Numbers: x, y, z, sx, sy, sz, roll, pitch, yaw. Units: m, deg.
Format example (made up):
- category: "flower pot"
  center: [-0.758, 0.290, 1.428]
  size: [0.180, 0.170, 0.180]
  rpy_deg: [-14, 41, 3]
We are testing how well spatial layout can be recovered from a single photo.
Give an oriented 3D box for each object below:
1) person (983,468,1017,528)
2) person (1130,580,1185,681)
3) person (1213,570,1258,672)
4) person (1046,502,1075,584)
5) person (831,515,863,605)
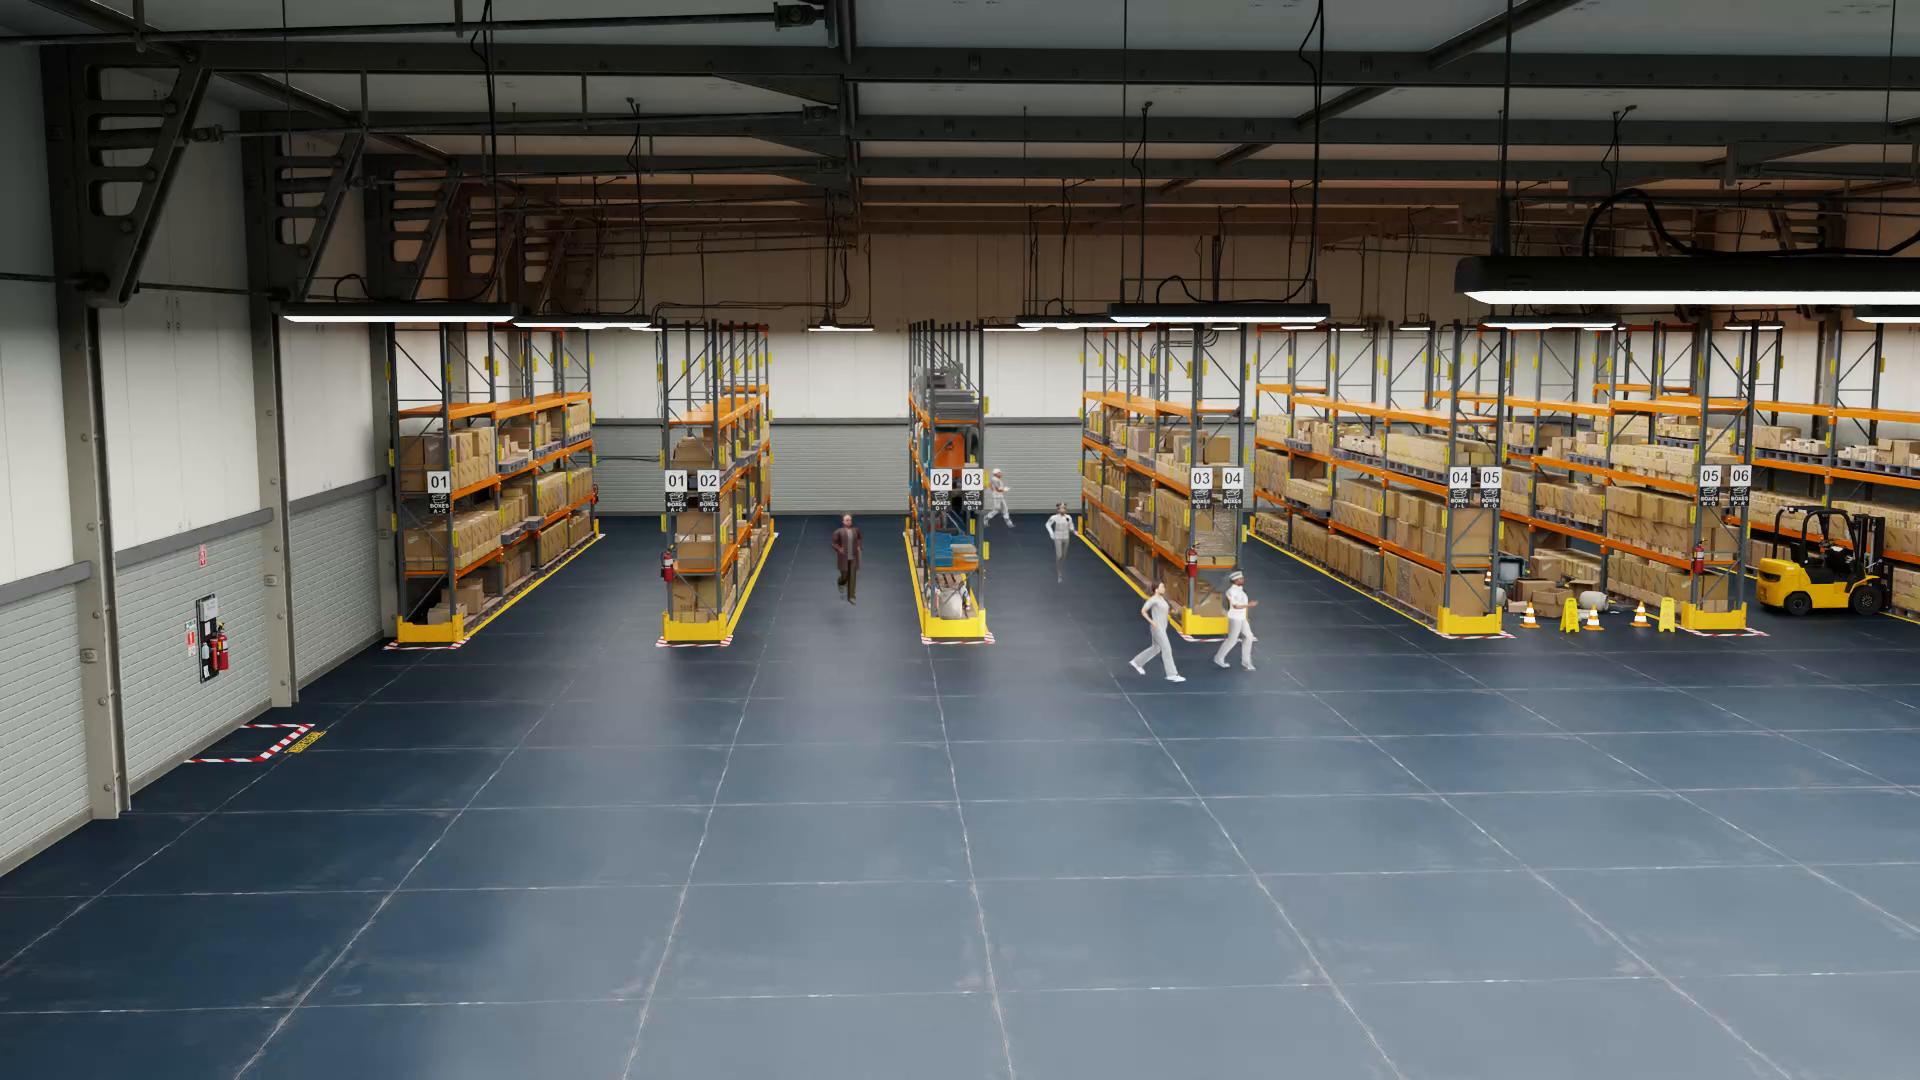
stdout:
- category: "person"
  center: [1.161, -1.233, 48.933]
  size: [1.051, 1.757, 0.675]
  rpy_deg: [1, 7, 4]
- category: "person"
  center: [3.270, 1.482, 27.496]
  size: [0.970, 1.652, 0.565]
  rpy_deg: [3, 8, 22]
- category: "person"
  center: [4.707, 1.382, 28.363]
  size: [0.742, 1.754, 0.560]
  rpy_deg: [3, 8, 23]
- category: "person"
  center: [2.263, 0.045, 36.999]
  size: [0.595, 1.796, 0.665]
  rpy_deg: [-2, 7, -13]
- category: "person"
  center: [-2.280, 0.383, 33.851]
  size: [0.710, 1.780, 0.934]
  rpy_deg: [-2, 7, -19]
